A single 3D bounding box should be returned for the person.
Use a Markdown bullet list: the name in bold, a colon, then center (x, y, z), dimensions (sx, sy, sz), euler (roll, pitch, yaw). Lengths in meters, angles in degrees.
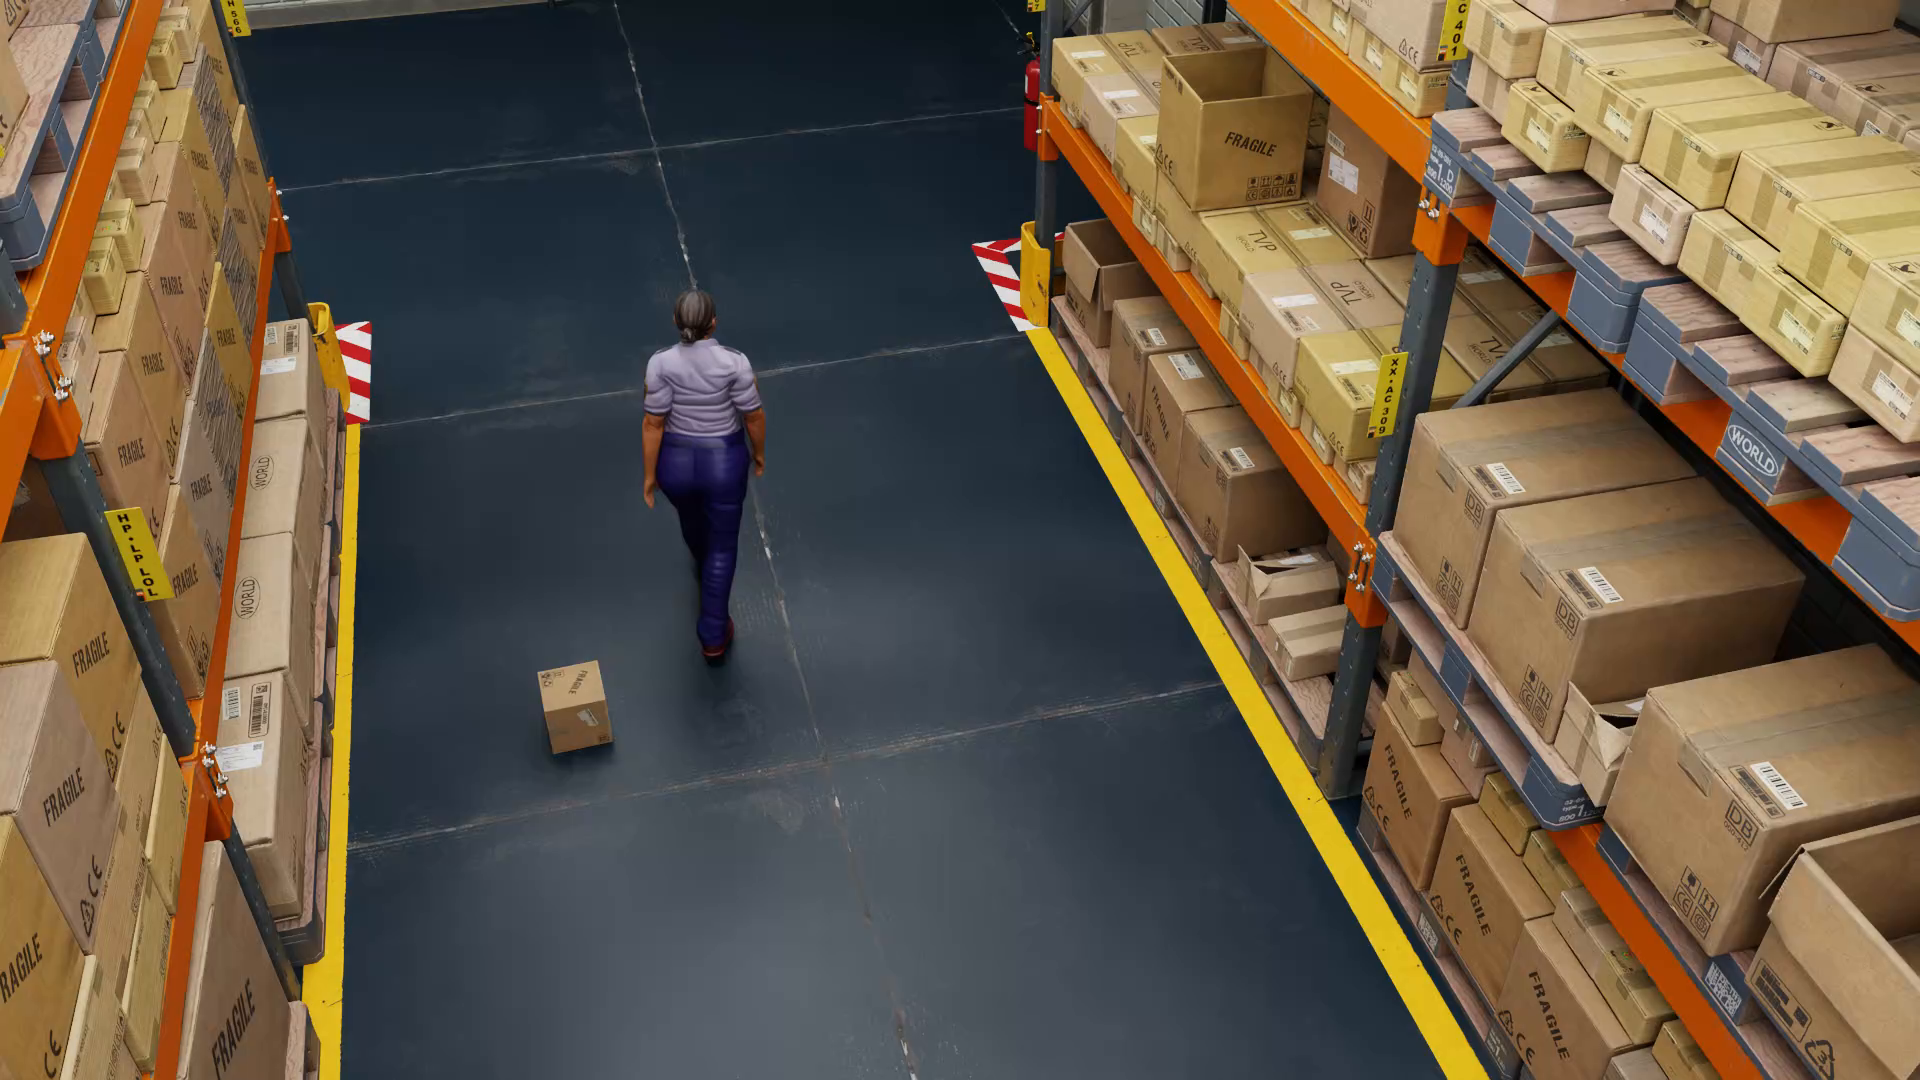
- **person**: center (-1.077, -0.347, 7.173), dimensions (0.506, 1.589, 0.884), euler (3, 39, 4)
